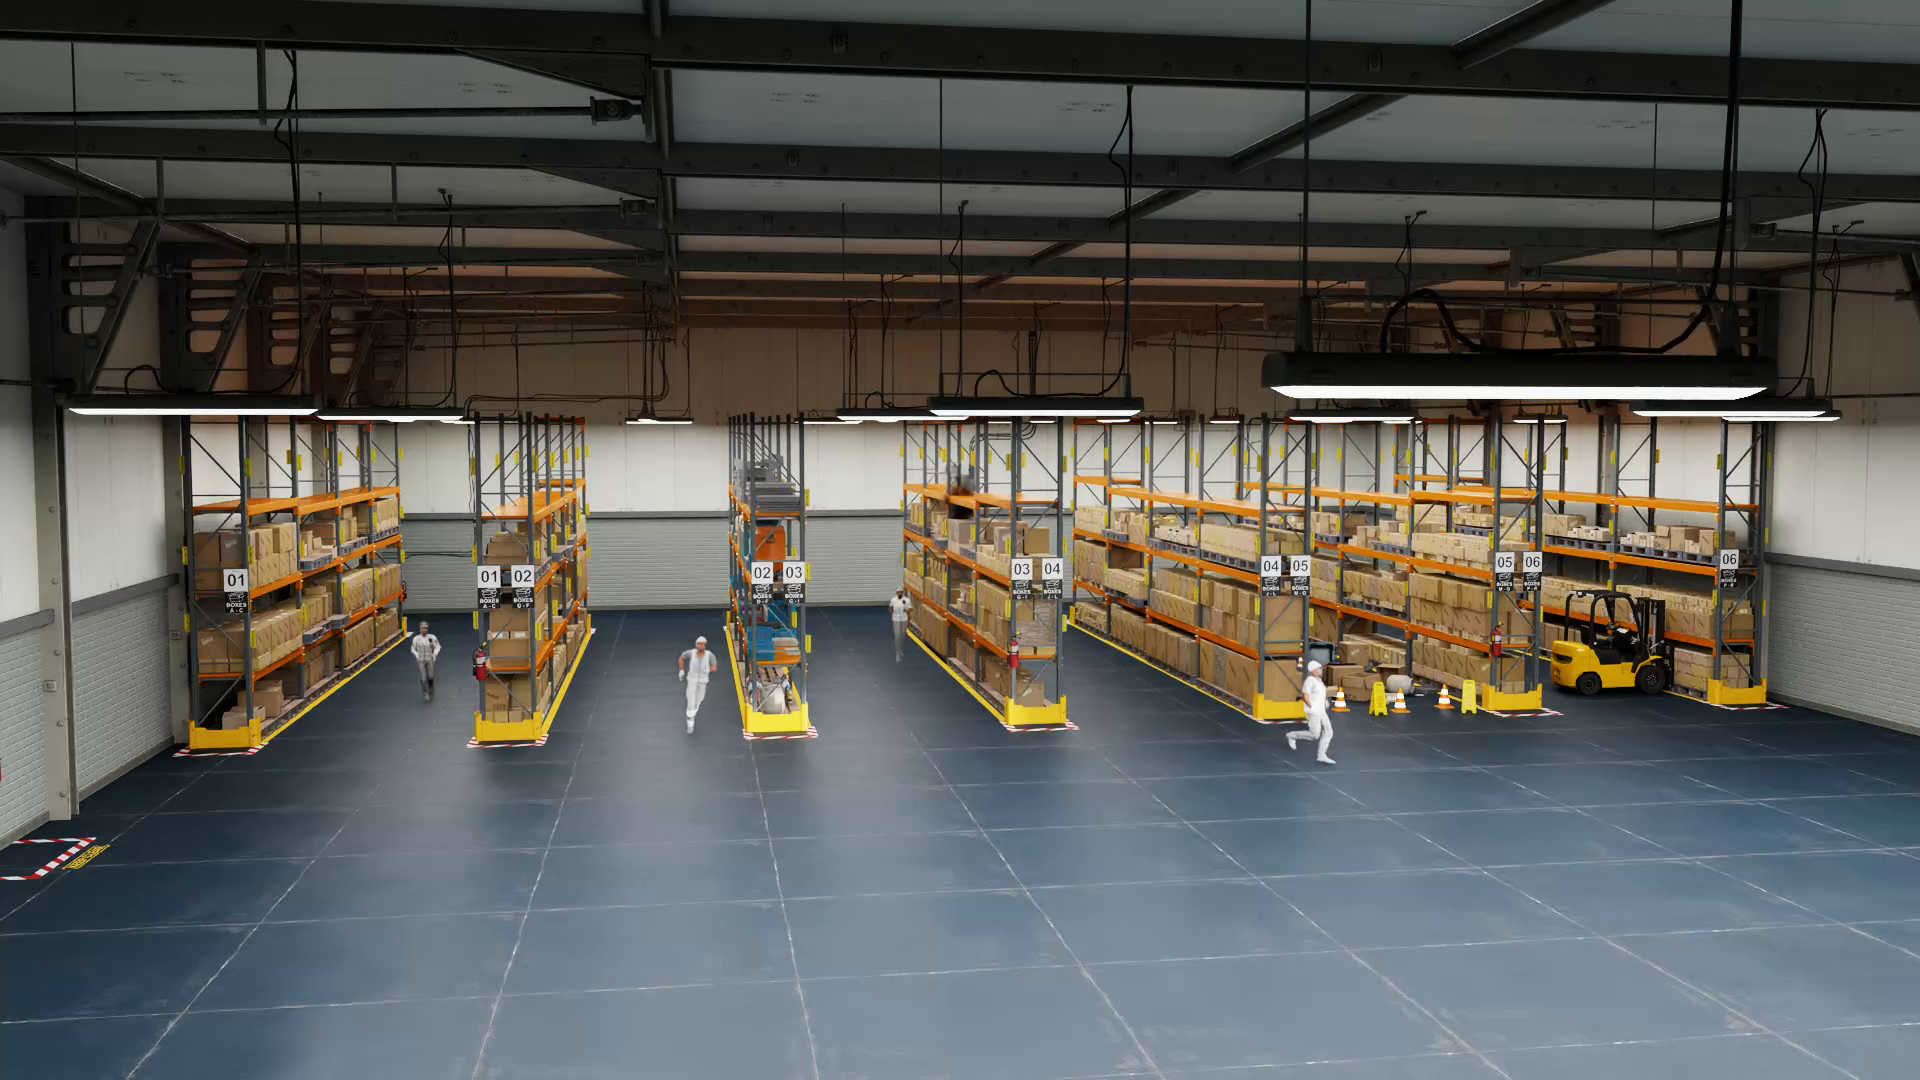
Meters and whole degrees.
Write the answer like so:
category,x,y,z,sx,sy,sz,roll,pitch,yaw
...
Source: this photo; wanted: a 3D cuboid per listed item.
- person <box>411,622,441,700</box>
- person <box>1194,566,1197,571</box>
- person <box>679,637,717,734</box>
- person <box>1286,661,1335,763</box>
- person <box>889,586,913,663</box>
category,x,y,z,sx,sy,sz,roll,pitch,yaw
person,-11.161,2.527,34.739,0.589,1.653,0.528,-1,4,-15
person,7.212,1.466,50.530,0.622,1.644,0.565,-1,4,-12
person,-4.963,2.732,31.460,0.695,1.834,0.847,-1,4,-18
person,6.037,2.935,28.498,0.813,1.736,0.679,2,5,32
person,-1.372,1.946,38.965,0.553,1.772,0.752,0,4,-6
